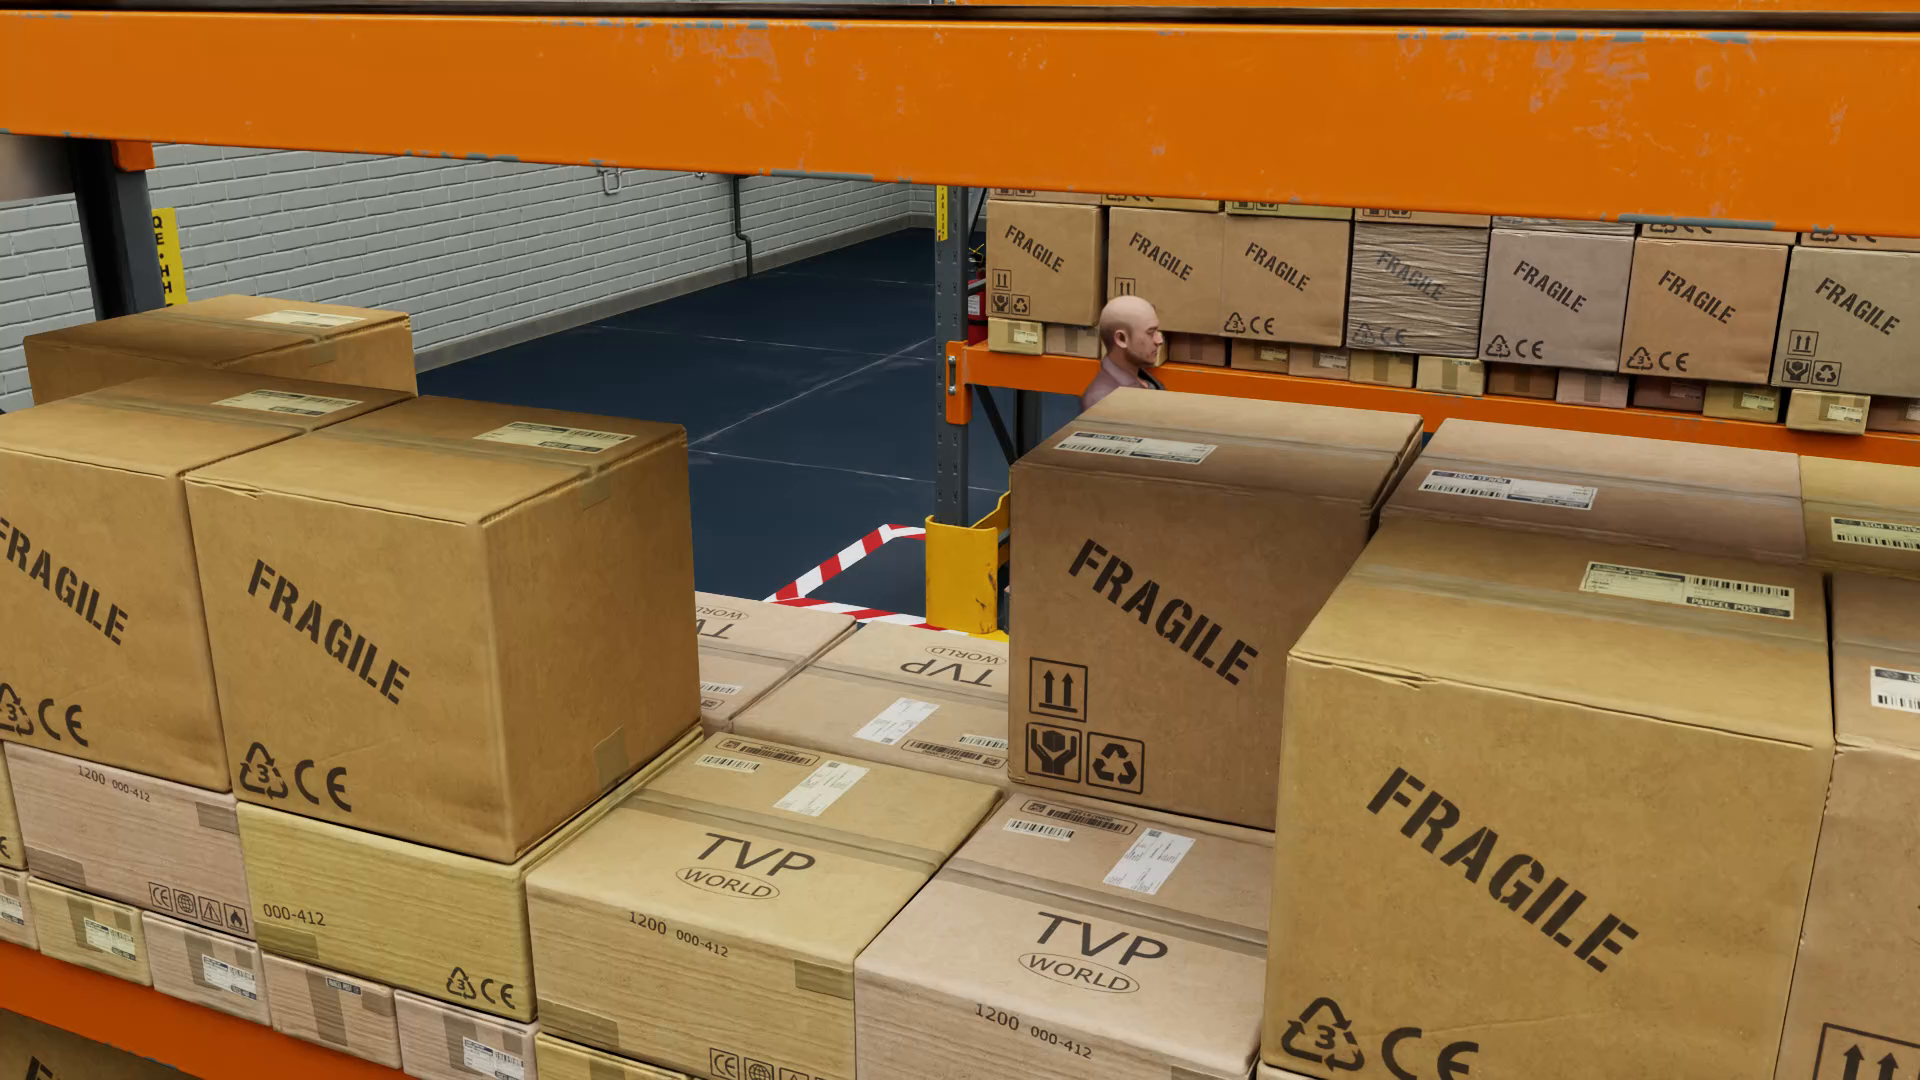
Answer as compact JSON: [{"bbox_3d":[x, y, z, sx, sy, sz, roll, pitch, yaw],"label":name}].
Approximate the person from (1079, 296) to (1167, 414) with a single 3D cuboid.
[{"bbox_3d":[0.621,0.015,6.096,0.580,1.824,0.583,7,20,19],"label":"person"}]
